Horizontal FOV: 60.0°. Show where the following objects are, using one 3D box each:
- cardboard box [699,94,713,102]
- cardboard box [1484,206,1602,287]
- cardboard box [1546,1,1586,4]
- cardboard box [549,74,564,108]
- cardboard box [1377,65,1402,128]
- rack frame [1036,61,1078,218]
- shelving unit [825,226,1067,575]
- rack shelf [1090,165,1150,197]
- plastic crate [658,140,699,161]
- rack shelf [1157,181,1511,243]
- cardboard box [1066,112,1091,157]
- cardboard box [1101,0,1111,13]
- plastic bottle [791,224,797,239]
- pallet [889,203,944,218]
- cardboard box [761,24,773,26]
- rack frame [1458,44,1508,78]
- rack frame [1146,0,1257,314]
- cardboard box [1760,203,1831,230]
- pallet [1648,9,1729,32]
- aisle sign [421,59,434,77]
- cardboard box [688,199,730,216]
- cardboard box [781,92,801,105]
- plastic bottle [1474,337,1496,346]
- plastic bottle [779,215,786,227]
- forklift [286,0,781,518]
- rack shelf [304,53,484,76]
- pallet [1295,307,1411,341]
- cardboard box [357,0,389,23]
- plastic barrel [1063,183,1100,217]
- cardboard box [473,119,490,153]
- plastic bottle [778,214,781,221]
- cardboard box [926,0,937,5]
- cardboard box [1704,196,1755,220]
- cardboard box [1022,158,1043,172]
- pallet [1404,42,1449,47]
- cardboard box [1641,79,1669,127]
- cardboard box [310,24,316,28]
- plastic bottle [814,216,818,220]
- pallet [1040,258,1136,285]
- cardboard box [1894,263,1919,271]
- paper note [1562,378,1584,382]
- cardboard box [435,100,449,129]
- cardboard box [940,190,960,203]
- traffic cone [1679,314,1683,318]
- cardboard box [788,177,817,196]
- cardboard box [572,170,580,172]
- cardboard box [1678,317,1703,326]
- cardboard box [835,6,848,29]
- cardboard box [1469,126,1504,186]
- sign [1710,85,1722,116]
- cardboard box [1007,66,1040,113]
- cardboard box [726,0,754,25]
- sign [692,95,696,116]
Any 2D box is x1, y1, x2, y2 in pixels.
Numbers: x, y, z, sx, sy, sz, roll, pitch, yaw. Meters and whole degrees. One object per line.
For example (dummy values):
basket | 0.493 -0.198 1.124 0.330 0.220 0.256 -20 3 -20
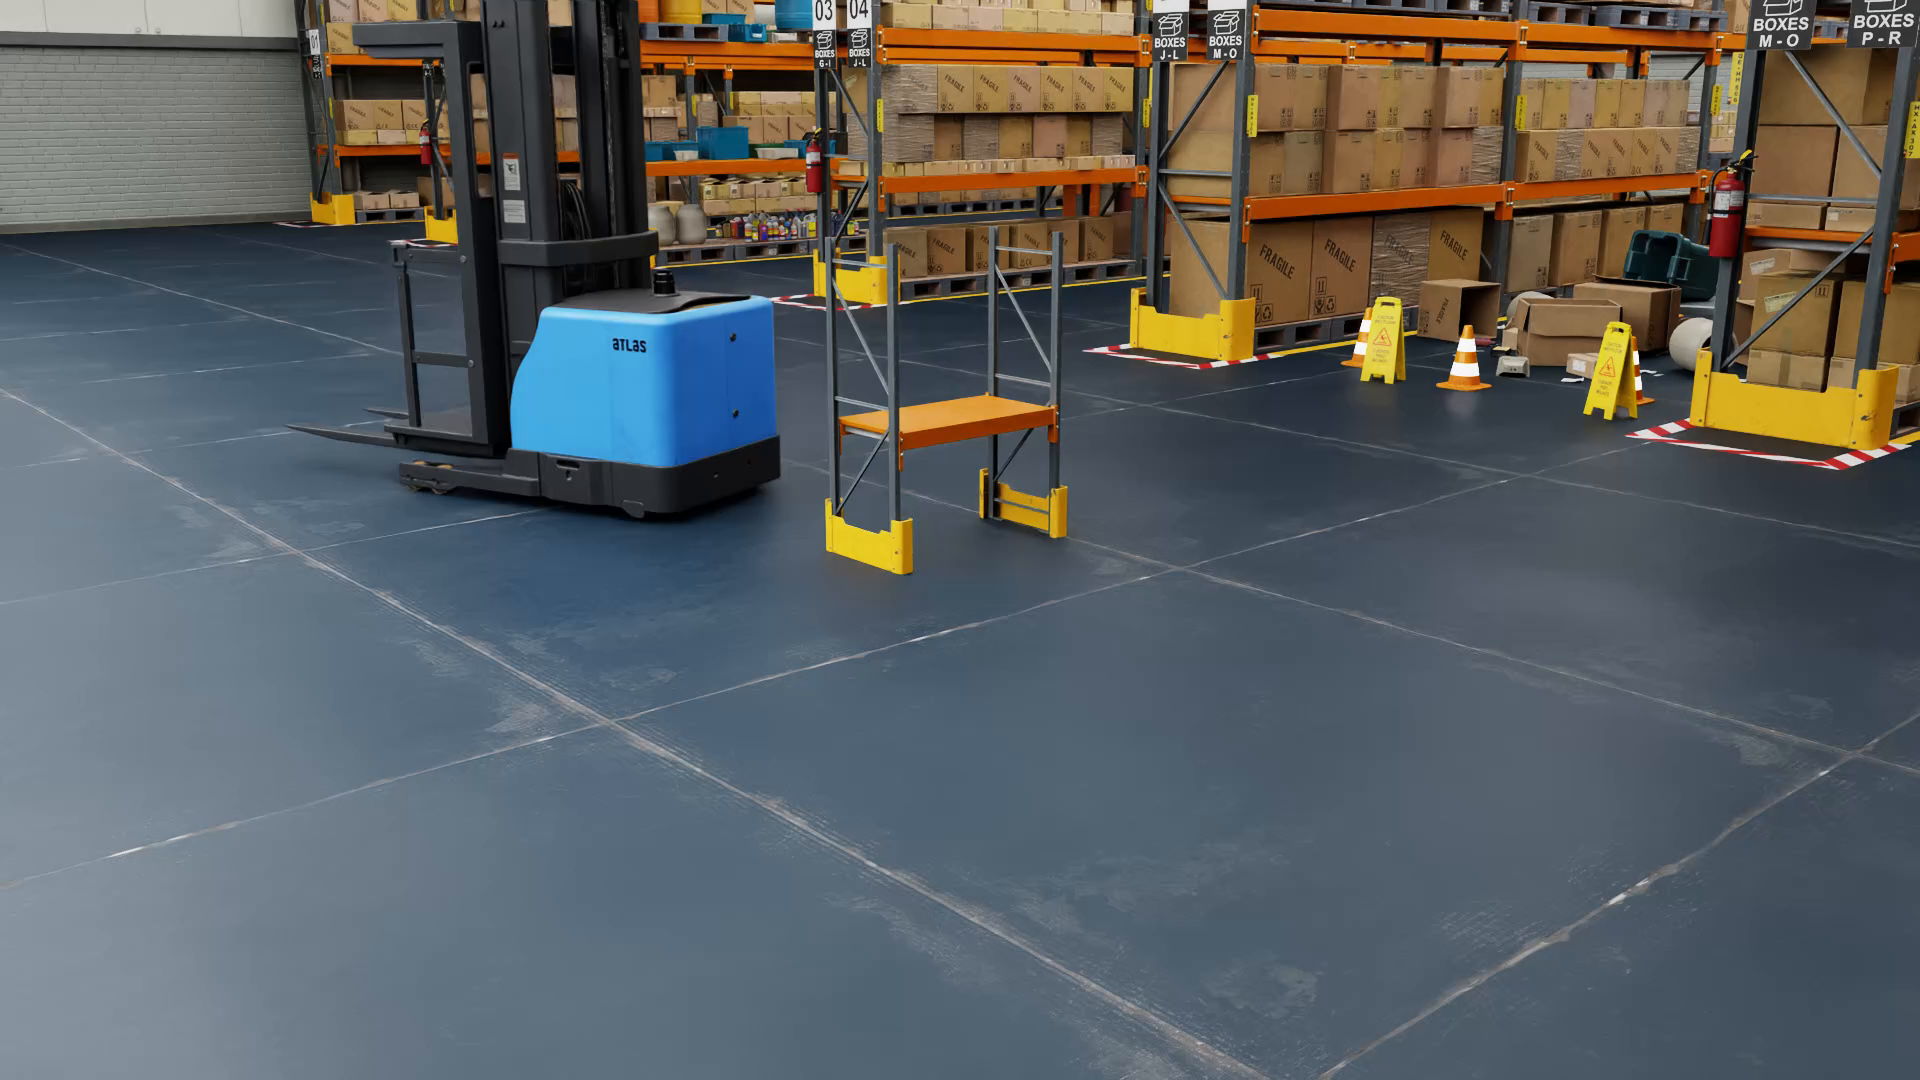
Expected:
cardboard box | -5.141 -8.815 33.137 0.380 0.149 0.250 13 20 40
cardboard box | 6.156 -3.154 17.789 0.750 0.750 1.050 -13 19 -39
cardboard box | 6.194 -5.749 17.314 0.500 0.311 0.500 -14 20 -41
cardboard box | -6.507 -6.923 25.647 0.500 0.500 0.700 -13 19 -39
cardboard box | 3.485 -4.019 15.100 0.500 0.550 0.875 -13 19 -39
rack frame | 1.603 -6.377 26.311 0.127 3.000 1.000 -13 19 -39
shelving unit | -0.058 -0.712 8.008 1.083 1.500 0.587 -13 19 -39
rack shelf | 3.345 -4.726 21.525 4.000 0.370 1.077 -13 19 -39
plastic crate | -3.757 -5.202 22.199 0.408 0.251 0.499 -13 19 -39
rack shelf | 3.508 -3.066 15.309 4.000 0.370 1.077 -13 19 -39
cardboard box | 1.056 -4.785 19.581 0.500 0.500 0.875 -13 19 -39
cardboard box | 1.520 -6.165 19.225 0.250 0.149 0.380 -12 19 -39
plastic bottle | -2.296 -4.255 22.938 0.097 0.201 0.097 0 15 0
pallet | -1.058 -6.114 30.729 1.213 0.211 1.003 -13 19 -39
cardboard box | -4.207 -10.209 33.798 0.500 0.500 0.700 -14 20 -42
rack frame | 7.872 -6.090 25.238 0.127 3.000 1.000 -13 19 -39
rack frame | 1.999 -3.075 13.948 0.127 3.000 1.000 -13 19 -39
cardboard box | 5.466 -2.112 10.830 0.250 0.149 0.380 -12 19 -38
pallet | 7.583 -5.668 18.212 1.003 0.211 1.213 -12 19 -37
aisle sign | -7.923 -7.289 24.686 0.004 0.787 0.394 -13 19 -39
cardboard box | -4.196 -5.559 27.762 0.500 0.250 0.500 -13 20 -41
cardboard box | -3.609 -9.073 34.142 0.500 0.250 0.500 -12 19 -39
plastic bottle | 4.592 -1.751 14.685 0.283 0.061 0.133 8 17 28
plastic bottle | -2.525 -4.473 23.619 0.097 0.271 0.097 0 15 0
forklift | -2.547 -1.777 9.223 3.031 2.935 1.130 8 17 27
rack shelf | -9.427 -8.391 29.432 4.000 0.370 1.077 -13 19 -39
pallet | 3.471 -2.084 15.642 1.213 0.211 1.003 -13 19 -39
cardboard box | -10.074 -9.034 28.275 0.500 0.500 0.500 -13 20 -40
plastic barrel | 1.961 -5.617 26.859 0.708 0.830 0.600 -13 19 -39
cardboard box | -7.320 -6.111 25.123 0.500 0.500 0.700 -13 19 -39
plastic bottle | -2.590 -4.492 23.664 0.133 0.283 0.061 -12 19 -37
cardboard box | -0.453 -5.720 17.558 0.250 0.149 0.380 -13 20 -40
cardboard box | 9.095 -3.943 19.776 0.500 0.250 0.500 -13 20 -40
cardboard box | 0.726 -4.269 18.905 0.250 0.149 0.380 -13 19 -39
pallet | 6.147 -7.080 23.496 1.213 0.211 1.003 -12 19 -37
cardboard box | 7.308 -4.801 18.281 0.500 0.500 0.700 -13 20 -40
cardboard box | -10.787 -8.577 28.504 0.500 0.500 0.500 -11 18 -35
plastic bottle | -1.972 -4.423 23.420 0.135 0.276 0.152 -13 19 -39
pallet | 1.353 -3.267 20.072 1.213 0.211 1.003 -13 19 -39
cardboard box | 6.534 -1.725 11.955 0.500 0.500 0.500 -13 20 -41
paper note | 4.731 -1.241 12.838 0.148 0.019 0.142 8 17 28
cardboard box | -9.223 -7.530 29.427 0.500 0.500 0.500 -12 19 -38
cardboard box | -0.342 -6.542 30.920 0.500 0.500 0.500 -13 20 -40
traffic cone | 7.019 -2.460 16.562 0.334 0.463 0.336 -13 19 -39
cardboard box | -2.650 -6.176 28.987 0.500 0.311 0.500 -13 20 -40
cardboard box | -5.973 -5.714 26.890 0.500 0.500 0.500 -13 19 -39
cardboard box | 6.319 -1.765 14.342 0.258 0.266 0.396 2 15 9
cardboard box | -0.984 -5.565 17.750 0.500 0.250 0.500 -12 19 -38
cardboard box | 4.746 -3.760 16.223 0.550 0.550 0.875 -13 19 -39
sign | 8.401 -4.882 18.470 0.005 0.325 0.100 -13 19 -39
cardboard box | 0.544 -5.027 18.549 0.500 0.500 0.500 -13 19 -39
cardboard box | -3.758 -8.804 27.608 0.500 0.500 0.500 -10 18 -34
sign | -4.298 -7.013 26.861 0.005 0.325 0.100 -13 19 -39
